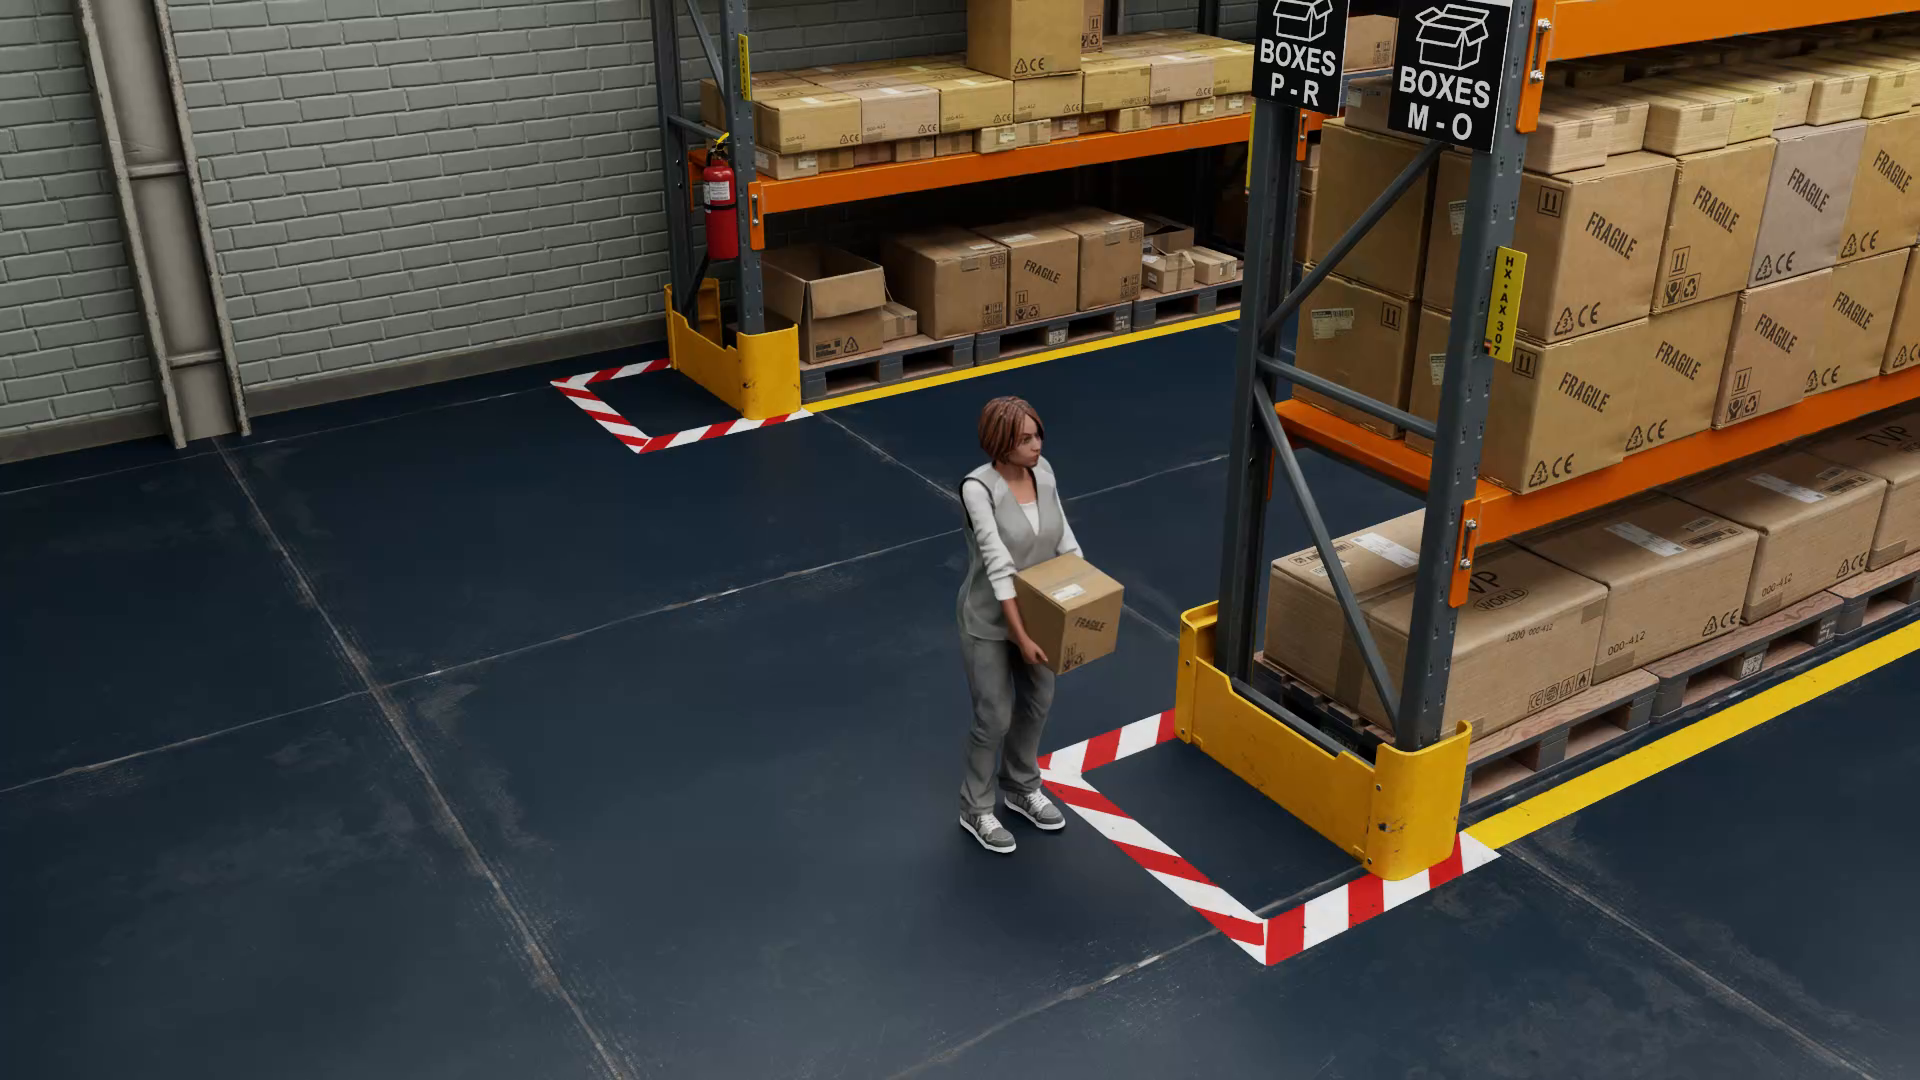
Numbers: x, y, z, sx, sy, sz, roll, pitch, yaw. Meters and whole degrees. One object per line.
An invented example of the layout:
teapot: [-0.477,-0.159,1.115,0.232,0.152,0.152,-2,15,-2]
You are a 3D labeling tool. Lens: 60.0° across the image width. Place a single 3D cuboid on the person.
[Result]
person: [0.223,0.308,5.480,0.375,1.599,0.500,-20,32,-35]
